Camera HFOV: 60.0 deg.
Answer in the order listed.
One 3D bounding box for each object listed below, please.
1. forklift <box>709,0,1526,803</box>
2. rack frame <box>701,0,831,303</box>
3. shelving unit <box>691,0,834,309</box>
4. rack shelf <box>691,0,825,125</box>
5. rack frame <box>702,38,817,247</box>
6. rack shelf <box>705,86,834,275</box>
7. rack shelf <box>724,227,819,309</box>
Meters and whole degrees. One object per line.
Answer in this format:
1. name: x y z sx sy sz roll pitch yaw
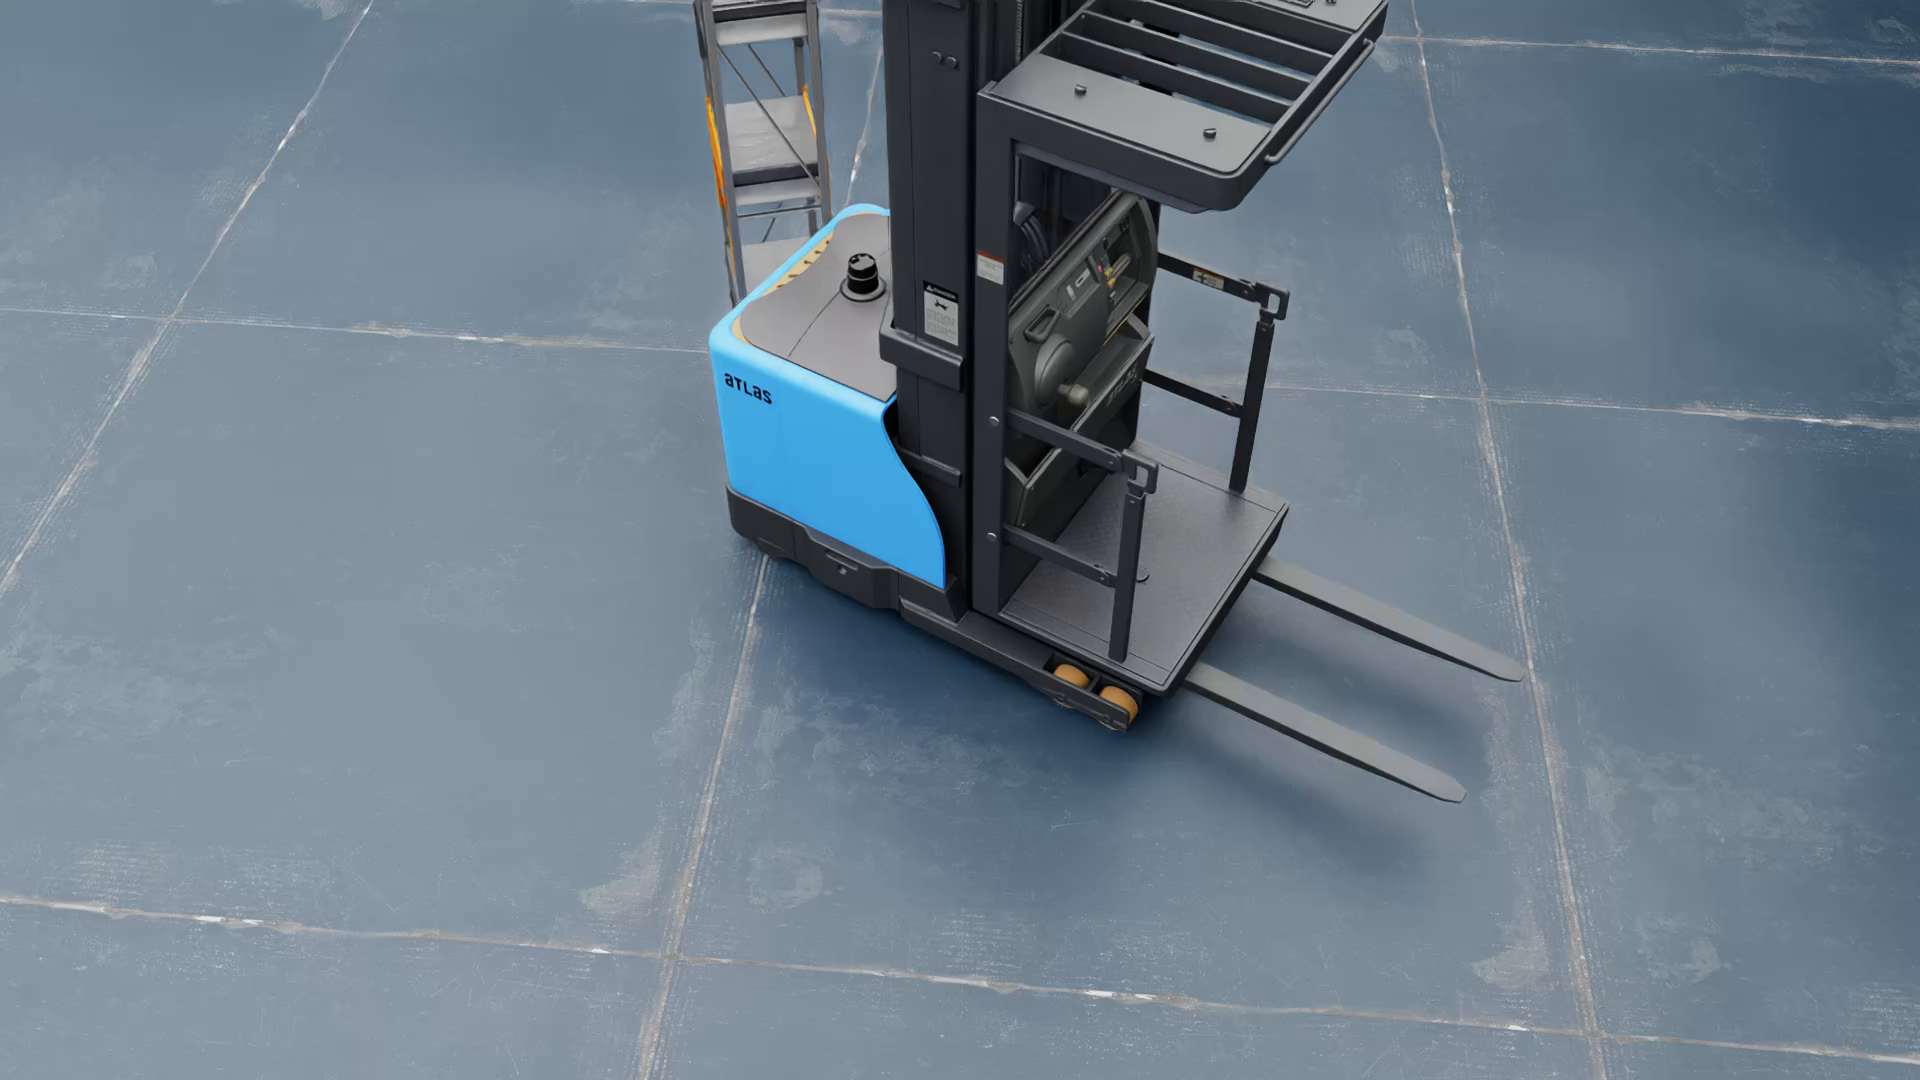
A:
1. forklift: 0.593 -0.741 5.467 3.031 2.935 1.130 24 52 21
2. rack frame: -0.708 -1.283 6.527 0.400 2.100 0.015 -10 48 -9
3. shelving unit: -0.762 -1.459 6.687 0.431 2.100 0.503 -10 48 -9
4. rack shelf: -0.762 -1.922 6.181 0.431 0.518 0.480 -10 48 -9
5. rack frame: -0.816 -1.634 6.848 0.400 2.100 0.015 -10 48 -9
6. rack shelf: -0.762 -1.450 6.697 0.431 0.518 0.480 -10 48 -9
7. rack shelf: -0.762 -0.977 7.214 0.431 0.518 0.480 -10 48 -9
